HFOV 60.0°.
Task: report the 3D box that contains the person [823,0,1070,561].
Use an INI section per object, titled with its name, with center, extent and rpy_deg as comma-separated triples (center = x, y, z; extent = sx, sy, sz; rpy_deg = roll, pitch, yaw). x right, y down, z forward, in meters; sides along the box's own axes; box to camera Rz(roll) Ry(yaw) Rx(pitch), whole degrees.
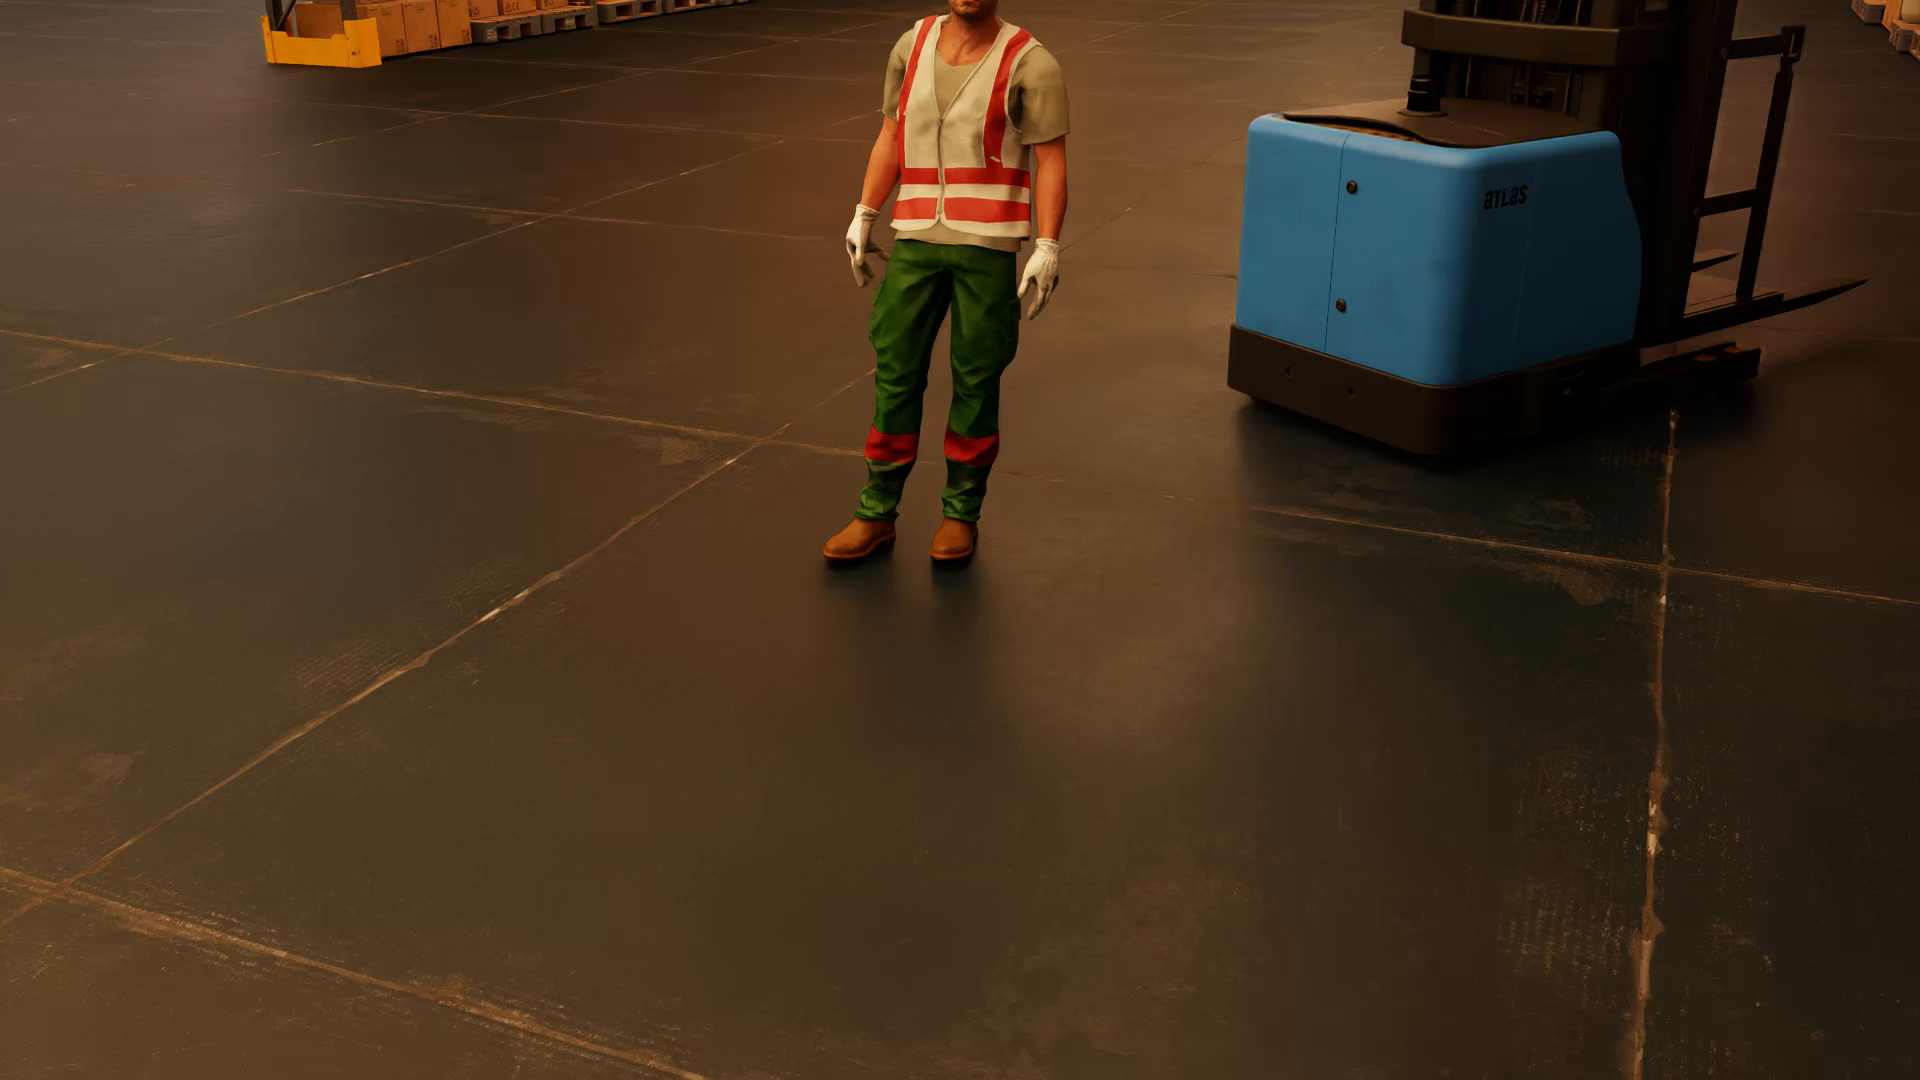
[person]
center = -0.042, -0.805, 4.680
extent = 0.637, 1.790, 0.562
rpy_deg = 9, 24, 21

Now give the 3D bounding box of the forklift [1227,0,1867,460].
[forklift]
center = 2.514, -2.052, 6.202
extent = 3.031, 2.935, 1.130
rpy_deg = -15, 27, -32
